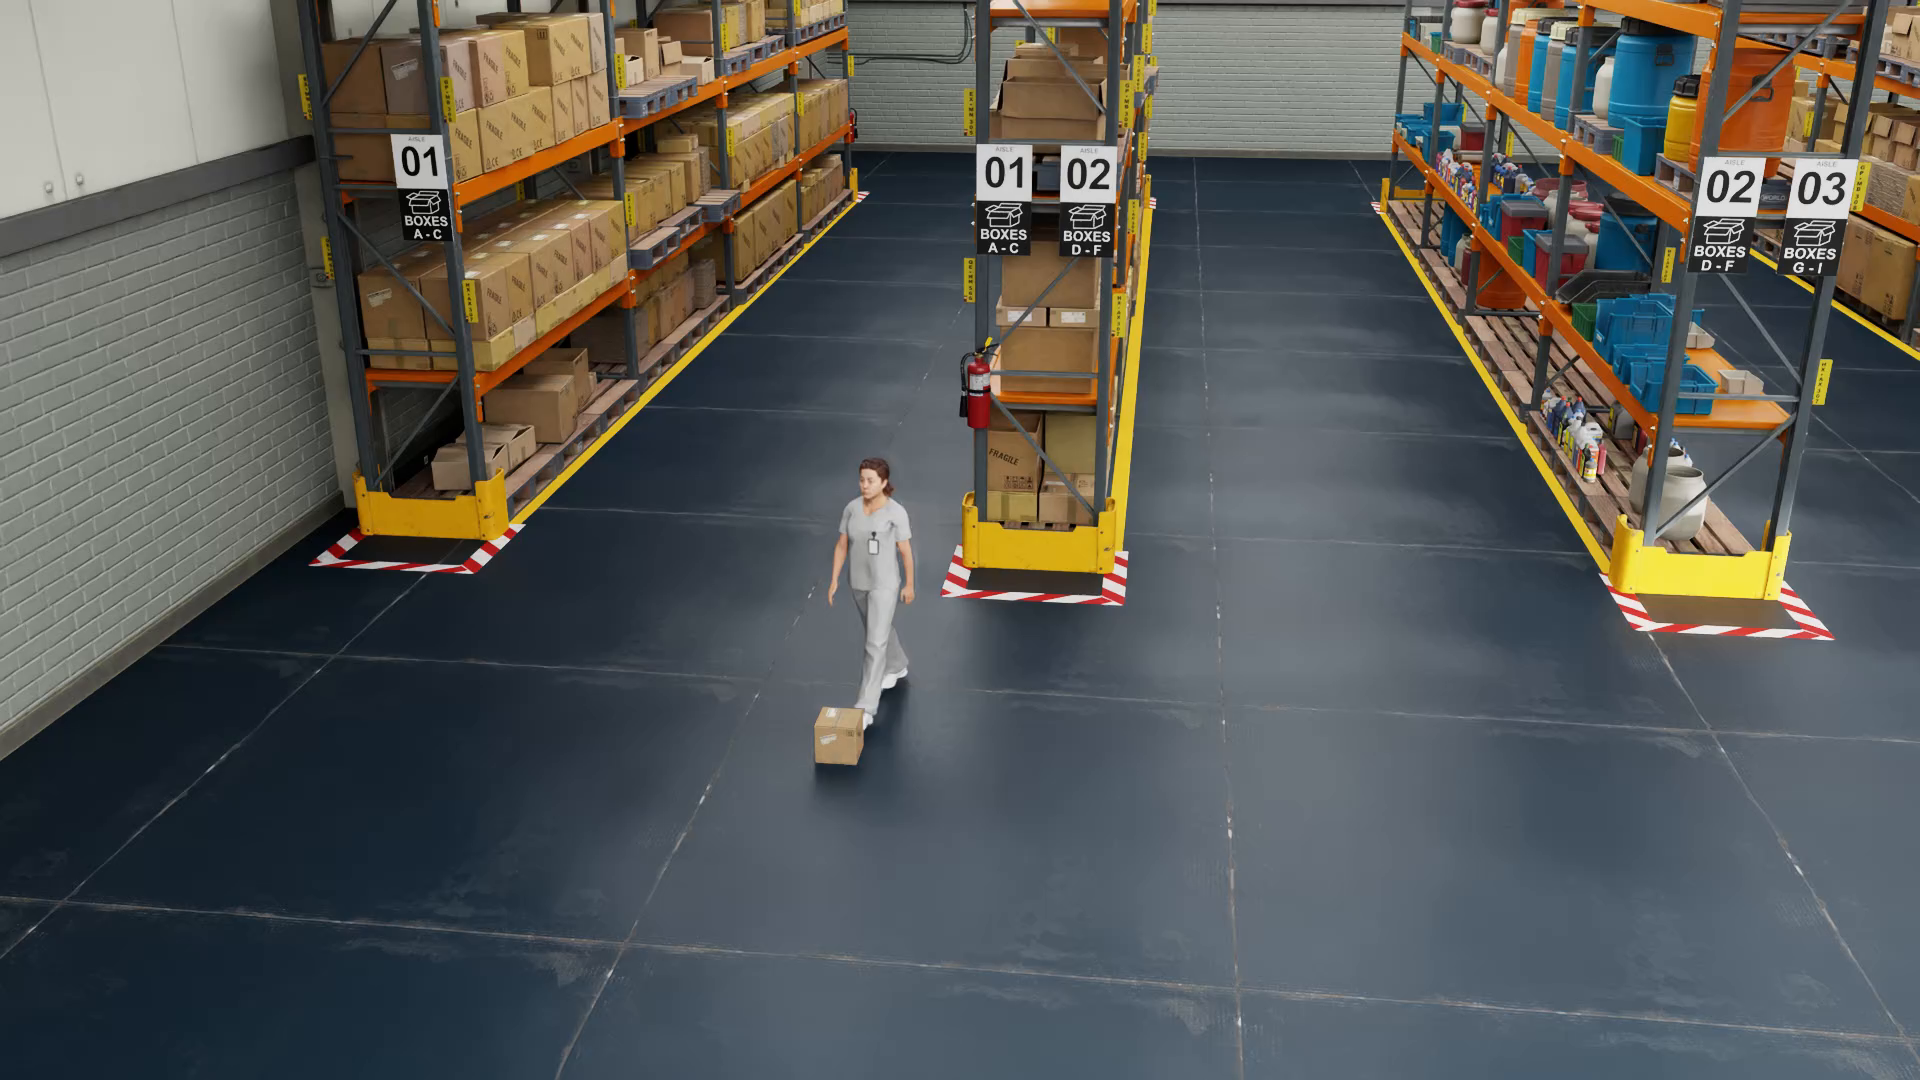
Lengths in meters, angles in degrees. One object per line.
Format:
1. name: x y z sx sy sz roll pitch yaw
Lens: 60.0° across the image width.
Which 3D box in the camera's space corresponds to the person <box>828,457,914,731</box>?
1. person: -0.576 0.290 10.336 0.469 1.613 0.961 12 24 28
